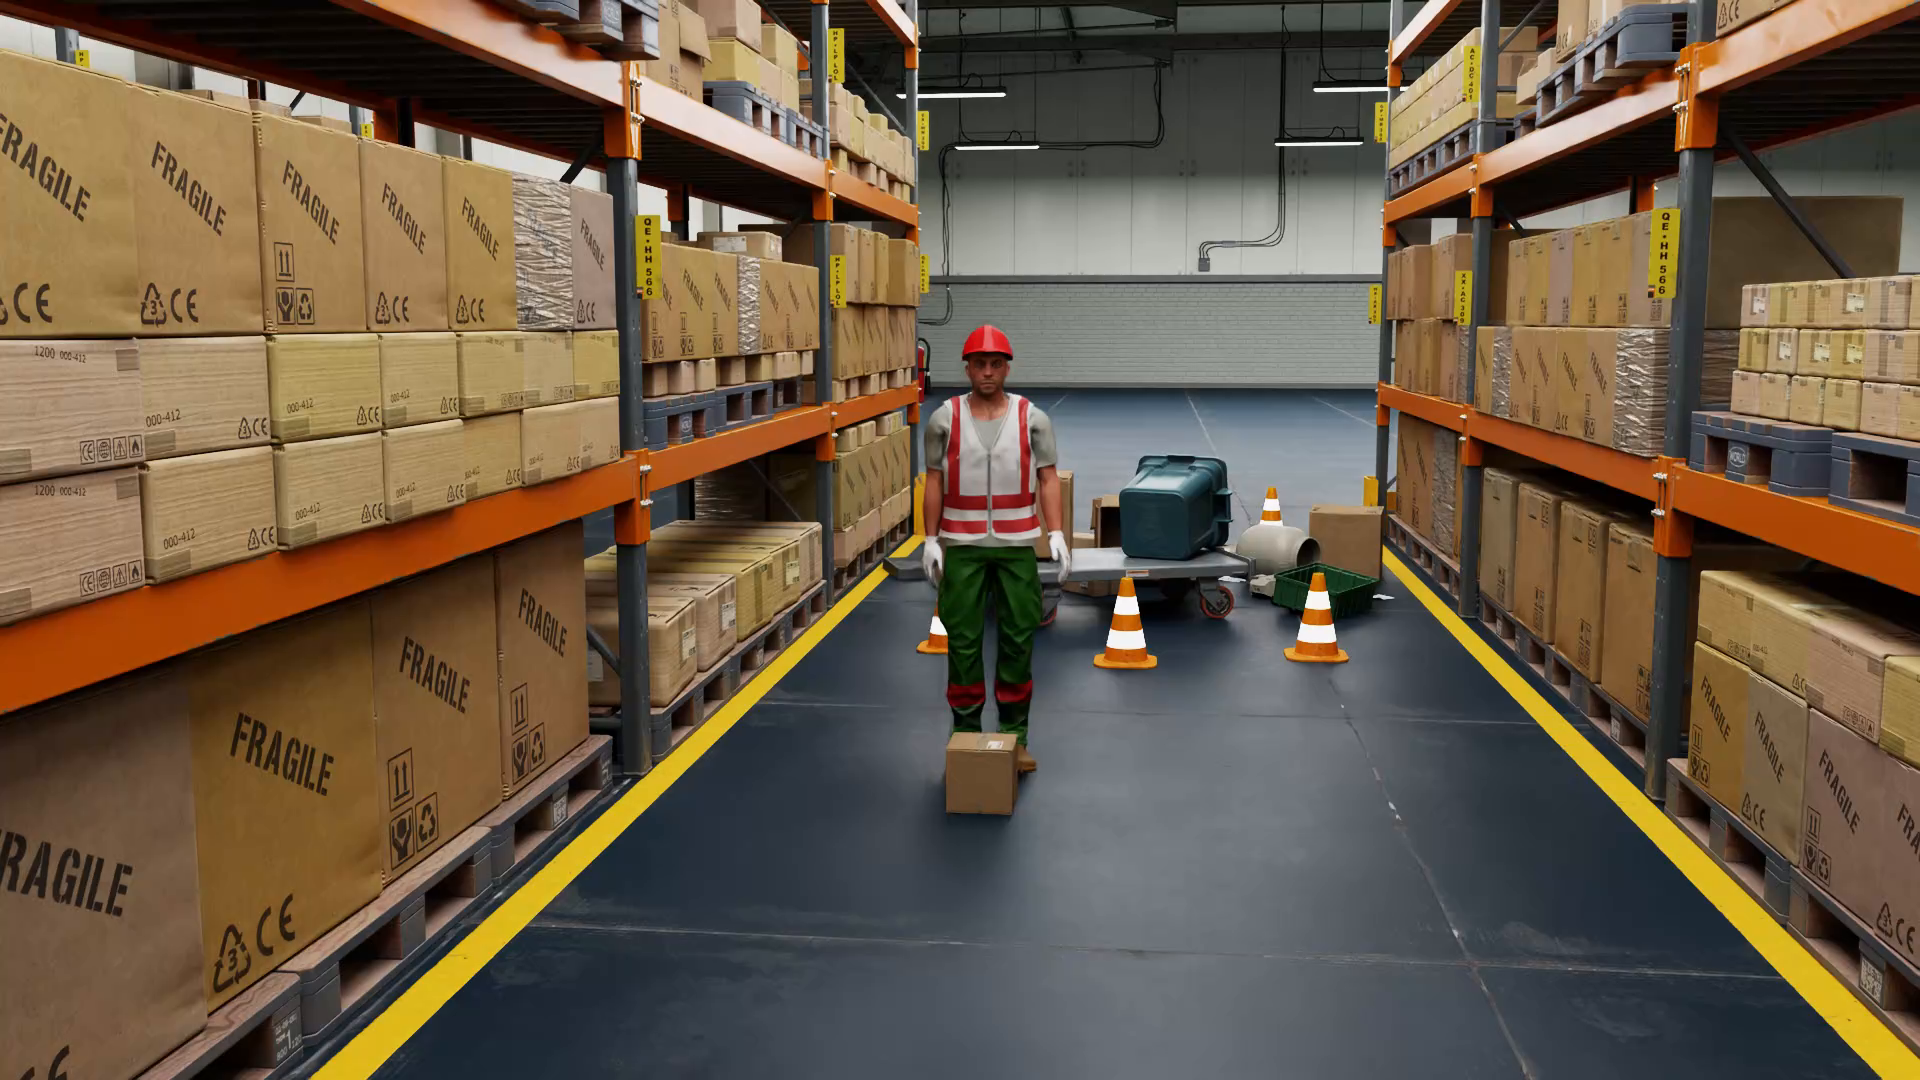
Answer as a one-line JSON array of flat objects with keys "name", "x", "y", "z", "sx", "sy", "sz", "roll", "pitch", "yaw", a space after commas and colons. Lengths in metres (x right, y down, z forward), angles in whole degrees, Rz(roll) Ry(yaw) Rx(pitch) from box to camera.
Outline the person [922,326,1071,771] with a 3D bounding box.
[{"name": "person", "x": 0.145, "y": 0.050, "z": 6.701, "sx": 0.599, "sy": 1.814, "sz": 0.429, "roll": 0, "pitch": 7, "yaw": -1}]
